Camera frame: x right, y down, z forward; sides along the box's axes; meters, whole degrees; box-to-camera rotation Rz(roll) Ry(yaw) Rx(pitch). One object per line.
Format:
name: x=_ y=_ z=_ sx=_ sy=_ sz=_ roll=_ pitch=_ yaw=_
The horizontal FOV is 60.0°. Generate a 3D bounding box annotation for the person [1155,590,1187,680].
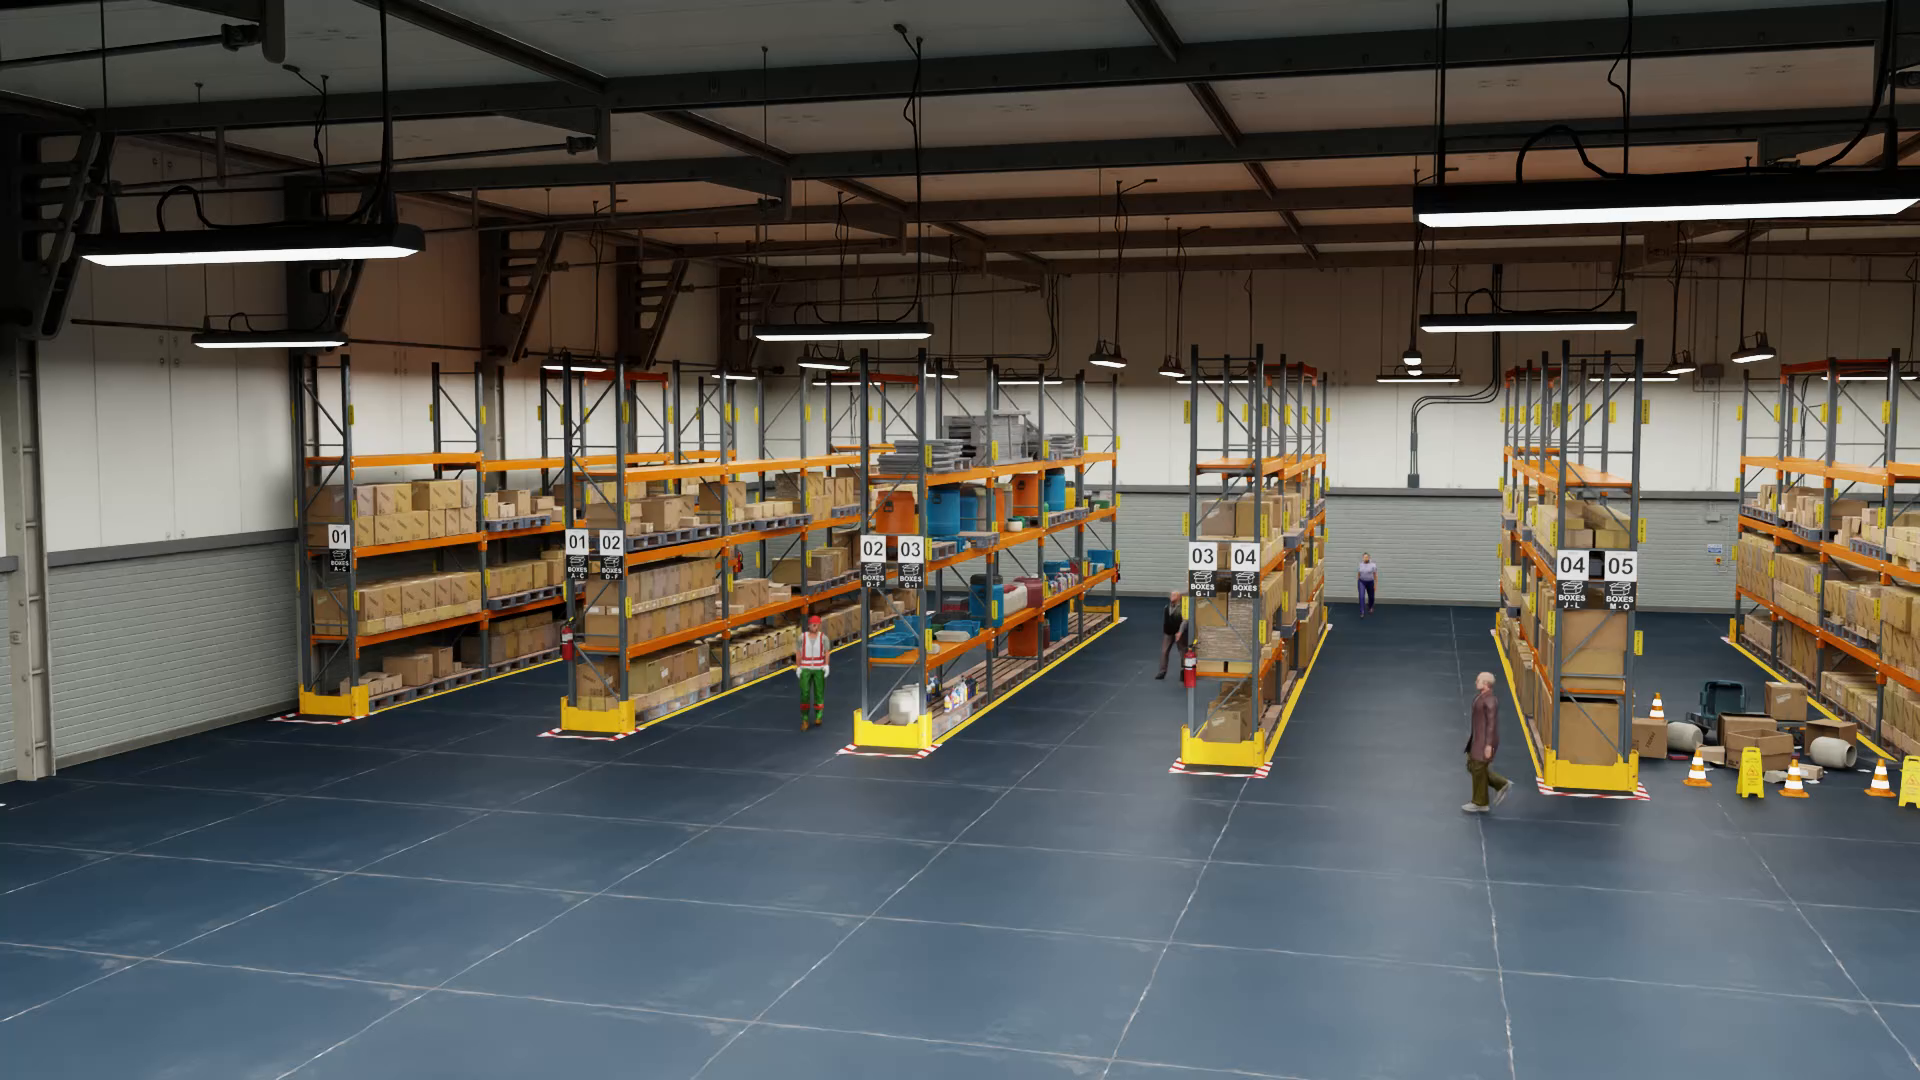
person: x=4.051 y=1.788 z=31.421 sx=0.524 sy=1.667 sz=1.051 roll=3 pitch=5 yaw=31

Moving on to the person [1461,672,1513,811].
person: x=6.660 y=2.534 z=20.932 sx=0.707 sy=1.762 sz=0.566 roll=0 pitch=4 yaw=-3

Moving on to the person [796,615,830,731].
person: x=-2.360 y=2.124 z=26.724 sx=0.551 sy=1.793 sz=0.710 roll=-1 pitch=4 yaw=-7

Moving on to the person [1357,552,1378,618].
person: x=10.097 y=1.098 z=41.213 sx=0.487 sy=1.602 sz=0.838 roll=1 pitch=4 yaw=13
